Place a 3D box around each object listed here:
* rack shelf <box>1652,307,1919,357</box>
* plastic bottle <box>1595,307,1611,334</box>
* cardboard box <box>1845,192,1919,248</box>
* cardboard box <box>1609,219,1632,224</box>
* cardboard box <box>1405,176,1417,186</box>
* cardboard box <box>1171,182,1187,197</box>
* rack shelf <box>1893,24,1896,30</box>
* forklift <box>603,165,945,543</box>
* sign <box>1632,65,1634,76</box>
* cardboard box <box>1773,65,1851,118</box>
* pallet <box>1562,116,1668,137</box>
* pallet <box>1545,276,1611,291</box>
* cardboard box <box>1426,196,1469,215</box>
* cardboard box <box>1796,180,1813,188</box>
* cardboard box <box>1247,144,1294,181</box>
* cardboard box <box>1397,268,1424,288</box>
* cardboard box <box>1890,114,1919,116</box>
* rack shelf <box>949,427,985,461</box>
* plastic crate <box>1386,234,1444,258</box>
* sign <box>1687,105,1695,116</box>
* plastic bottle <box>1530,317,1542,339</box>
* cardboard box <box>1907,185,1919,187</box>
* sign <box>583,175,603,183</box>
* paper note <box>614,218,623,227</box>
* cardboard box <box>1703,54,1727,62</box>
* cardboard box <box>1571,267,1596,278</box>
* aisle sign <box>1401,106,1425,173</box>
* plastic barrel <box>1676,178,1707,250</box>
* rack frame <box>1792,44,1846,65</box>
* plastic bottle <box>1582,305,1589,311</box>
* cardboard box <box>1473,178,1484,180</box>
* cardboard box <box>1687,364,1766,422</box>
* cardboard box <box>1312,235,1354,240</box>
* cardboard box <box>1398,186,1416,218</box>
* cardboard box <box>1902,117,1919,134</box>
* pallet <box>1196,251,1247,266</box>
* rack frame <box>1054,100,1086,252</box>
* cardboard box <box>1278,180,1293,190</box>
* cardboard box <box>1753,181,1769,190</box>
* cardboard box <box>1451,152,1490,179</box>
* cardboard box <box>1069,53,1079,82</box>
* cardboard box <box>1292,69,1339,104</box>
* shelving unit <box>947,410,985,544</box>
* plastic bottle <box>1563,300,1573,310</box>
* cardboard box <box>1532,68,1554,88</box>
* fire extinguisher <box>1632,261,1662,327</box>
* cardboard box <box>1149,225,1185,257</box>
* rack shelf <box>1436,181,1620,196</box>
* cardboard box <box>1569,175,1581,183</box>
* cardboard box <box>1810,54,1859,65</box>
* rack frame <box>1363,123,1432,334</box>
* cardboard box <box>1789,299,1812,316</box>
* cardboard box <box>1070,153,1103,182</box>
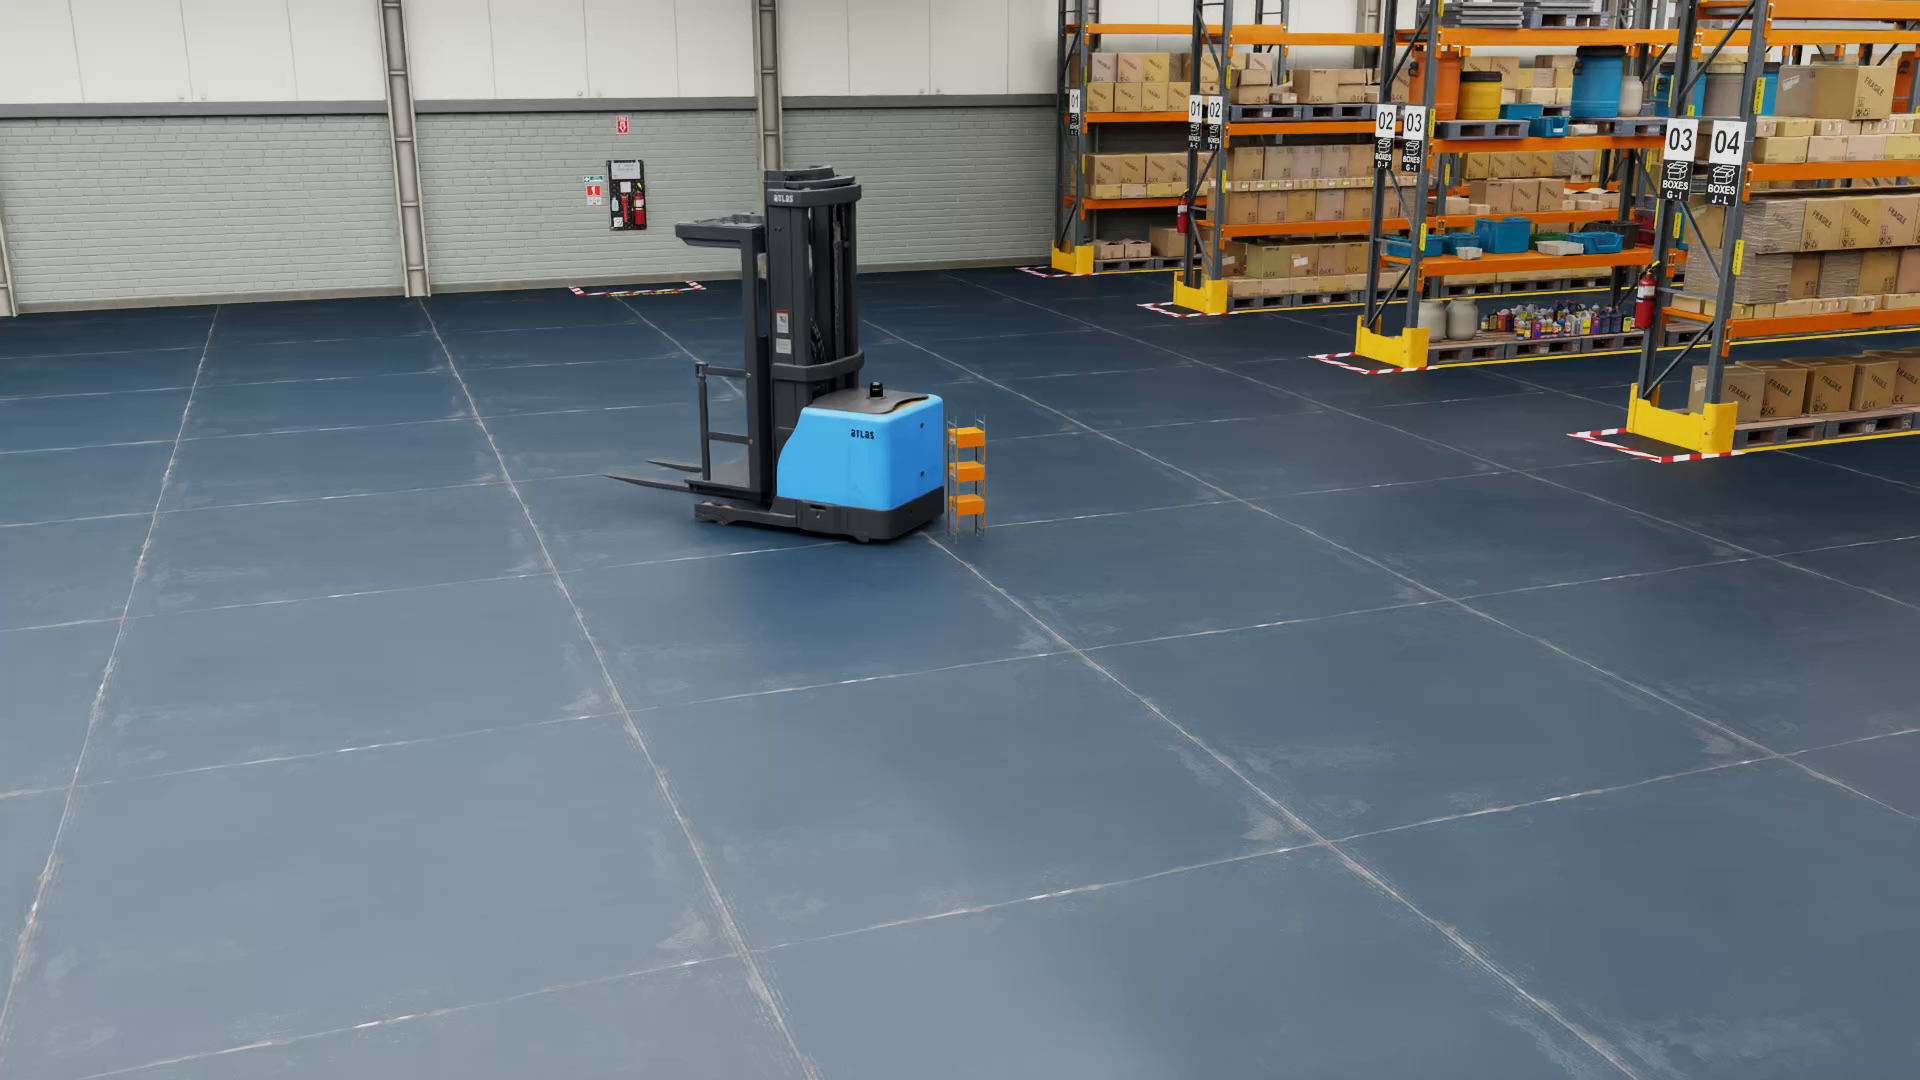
[{"bbox_3d":[9.161,-2.306,17.405,4.000,0.370,1.077,-6,17,-20],"label":"rack shelf"},{"bbox_3d":[8.579,-2.936,22.194,0.185,0.351,0.144,-7,18,-23],"label":"plastic bottle"},{"bbox_3d":[9.305,-3.255,16.880,0.500,0.500,0.500,-6,17,-20],"label":"cardboard box"},{"bbox_3d":[13.916,-6.620,34.509,0.500,0.500,0.700,-6,17,-19],"label":"cardboard box"},{"bbox_3d":[7.078,-5.711,26.393,0.250,0.149,0.380,-7,18,-21],"label":"cardboard box"},{"bbox_3d":[3.976,-6.419,30.364,0.500,0.250,0.500,-6,17,-20],"label":"cardboard box"},{"bbox_3d":[16.825,-9.000,29.557,4.000,0.370,1.077,-6,17,-20],"label":"rack shelf"},{"bbox_3d":[-1.676,-1.657,14.038,3.031,2.935,1.130,8,18,26],"label":"forklift"},{"bbox_3d":[13.385,-9.266,33.028,0.005,0.325,0.100,-6,17,-20],"label":"sign"},{"bbox_3d":[8.650,-4.542,16.827,0.500,0.500,0.500,-6,17,-20],"label":"cardboard box"},{"bbox_3d":[8.617,-5.406,21.697,1.003,0.211,1.213,-6,17,-20],"label":"pallet"},{"bbox_3d":[10.440,-4.452,28.386,1.213,0.211,1.003,-6,17,-20],"label":"pallet"},{"bbox_3d":[7.931,-5.449,27.096,0.500,0.250,0.500,-5,17,-17],"label":"cardboard box"},{"bbox_3d":[15.332,-6.432,30.001,0.500,0.500,0.500,-6,17,-19],"label":"cardboard box"},{"bbox_3d":[4.731,-5.831,25.649,0.500,0.500,0.700,-7,18,-22],"label":"cardboard box"},{"bbox_3d":[7.132,-4.238,26.840,0.500,0.250,0.500,-6,17,-20],"label":"cardboard box"},{"bbox_3d":[9.915,-4.357,17.347,0.250,0.149,0.380,-6,17,-18],"label":"cardboard box"},{"bbox_3d":[0.050,-0.771,13.392,0.240,0.259,0.215,-6,17,-20],"label":"rack shelf"},{"bbox_3d":[5.881,-3.811,21.515,0.616,0.251,0.499,-6,17,-20],"label":"plastic crate"},{"bbox_3d":[9.443,-5.454,21.507,0.005,0.325,0.100,-6,17,-20],"label":"sign"},{"bbox_3d":[7.543,-2.780,21.780,0.133,0.283,0.061,-6,17,-19],"label":"plastic bottle"},{"bbox_3d":[10.517,-3.545,17.867,0.500,0.500,0.500,-6,17,-20],"label":"cardboard box"},{"bbox_3d":[-6.150,-6.055,27.888,0.331,0.109,0.001,-6,17,-20],"label":"sign"},{"bbox_3d":[-5.794,-5.391,28.197,0.142,0.148,0.016,-6,17,-20],"label":"paper note"},{"bbox_3d":[12.584,-7.975,28.157,0.500,0.500,0.500,-6,17,-20],"label":"cardboard box"},{"bbox_3d":[10.338,-4.575,27.989,0.500,0.250,0.500,-6,18,-21],"label":"cardboard box"},{"bbox_3d":[5.558,-4.916,20.401,0.004,0.787,0.394,-6,17,-20],"label":"aisle sign"},{"bbox_3d":[9.725,-4.356,22.218,0.708,0.901,0.600,-6,17,-20],"label":"plastic barrel"},{"bbox_3d":[14.957,-9.145,28.768,0.127,3.000,1.000,-6,17,-20],"label":"rack frame"},{"bbox_3d":[8.548,-3.079,22.801,0.133,0.283,0.061,-6,17,-20],"label":"plastic bottle"},{"bbox_3d":[10.075,-7.051,32.694,0.250,0.149,0.380,-6,17,-19],"label":"cardboard box"},{"bbox_3d":[7.882,-1.510,17.109,0.500,0.500,0.500,-3,17,-10],"label":"cardboard box"},{"bbox_3d":[6.008,-4.637,26.868,0.500,0.500,0.500,-6,17,-20],"label":"cardboard box"},{"bbox_3d":[7.075,-5.461,26.695,0.500,0.500,0.700,-7,18,-22],"label":"cardboard box"},{"bbox_3d":[9.599,-4.169,16.705,0.250,0.149,0.380,-5,17,-17],"label":"cardboard box"},{"bbox_3d":[5.097,-5.348,31.435,1.213,0.211,1.003,-6,17,-20],"label":"pallet"},{"bbox_3d":[1.976,-6.360,29.931,0.127,3.000,1.000,-6,17,-20],"label":"rack frame"},{"bbox_3d":[4.911,-5.476,25.592,0.250,0.149,0.380,-6,18,-21],"label":"cardboard box"},{"bbox_3d":[13.816,-6.441,29.285,0.500,0.500,0.700,-3,17,-11],"label":"cardboard box"},{"bbox_3d":[9.991,-7.348,32.556,0.500,0.500,0.500,-6,17,-18],"label":"cardboard box"},{"bbox_3d":[2.285,-8.448,29.733,0.500,0.500,0.500,-5,17,-18],"label":"cardboard box"},{"bbox_3d":[5.400,-6.908,25.303,0.500,0.500,0.500,-6,17,-20],"label":"cardboard box"},{"bbox_3d":[0.050,-0.509,13.469,0.252,1.050,0.215,-6,17,-20],"label":"shelving unit"},{"bbox_3d":[8.354,-3.124,22.834,0.185,0.351,0.144,-6,17,-19],"label":"plastic bottle"},{"bbox_3d":[11.333,-9.101,32.985,0.500,0.500,0.700,-6,17,-20],"label":"cardboard box"},{"bbox_3d":[7.021,-2.522,17.001,0.183,0.674,0.296,-6,17,-20],"label":"fire extinguisher"},{"bbox_3d":[3.889,-5.536,30.781,0.500,0.500,0.700,-7,18,-24],"label":"cardboard box"},{"bbox_3d":[11.314,-7.023,33.465,4.000,0.370,1.077,-6,17,-20],"label":"rack shelf"},{"bbox_3d":[12.256,-7.262,33.414,0.250,0.149,0.380,-6,17,-20],"label":"cardboard box"},{"bbox_3d":[15.398,-8.292,29.237,0.500,0.500,0.700,-6,17,-20],"label":"cardboard box"},{"bbox_3d":[5.521,-3.753,21.055,0.127,3.000,1.000,-6,17,-20],"label":"rack frame"},{"bbox_3d":[8.350,-2.367,16.782,0.250,0.149,0.380,-6,17,-20],"label":"cardboard box"},{"bbox_3d":[2.340,-6.760,30.196,0.500,0.500,0.500,-6,18,-21],"label":"cardboard box"}]
